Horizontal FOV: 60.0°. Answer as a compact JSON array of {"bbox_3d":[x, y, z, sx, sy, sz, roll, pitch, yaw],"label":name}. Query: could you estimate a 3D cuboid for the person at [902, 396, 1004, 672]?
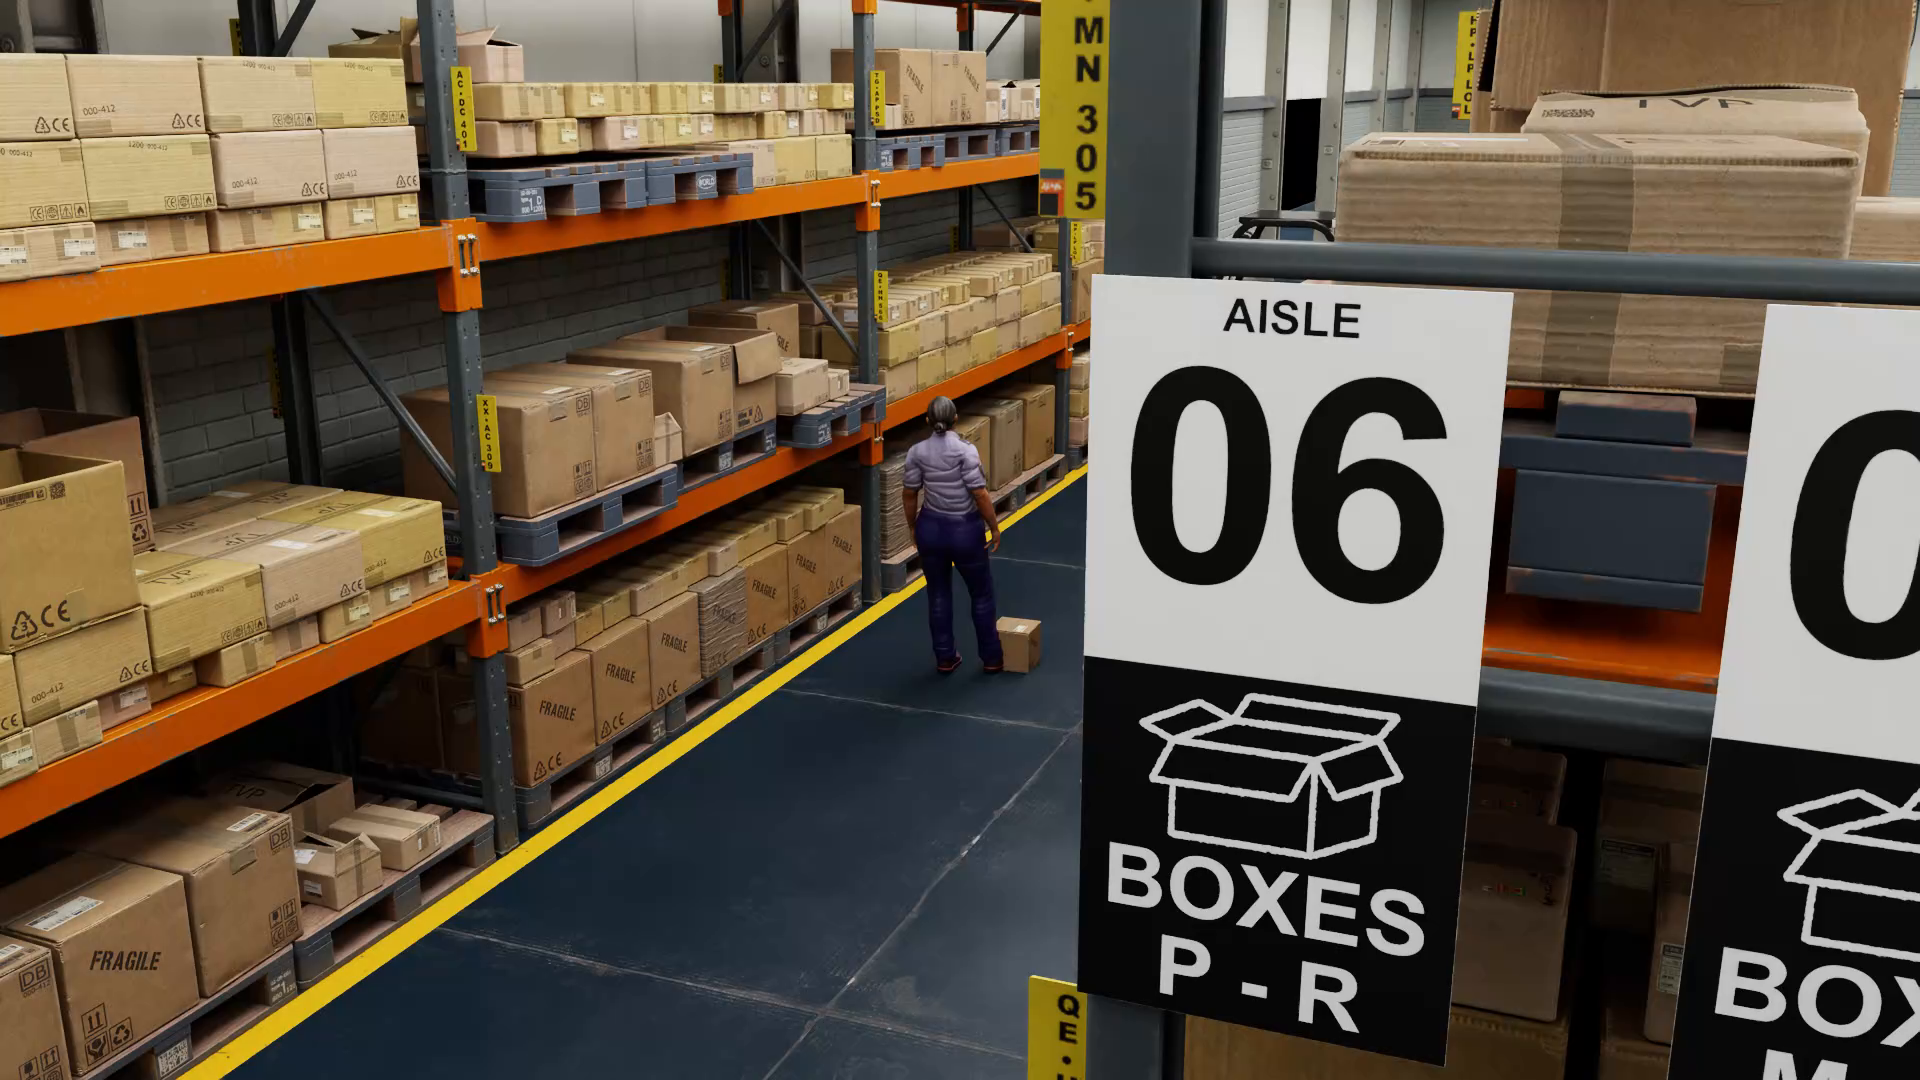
[{"bbox_3d":[-0.003,-0.041,9.662,0.598,1.651,0.502,6,17,21],"label":"person"}]
